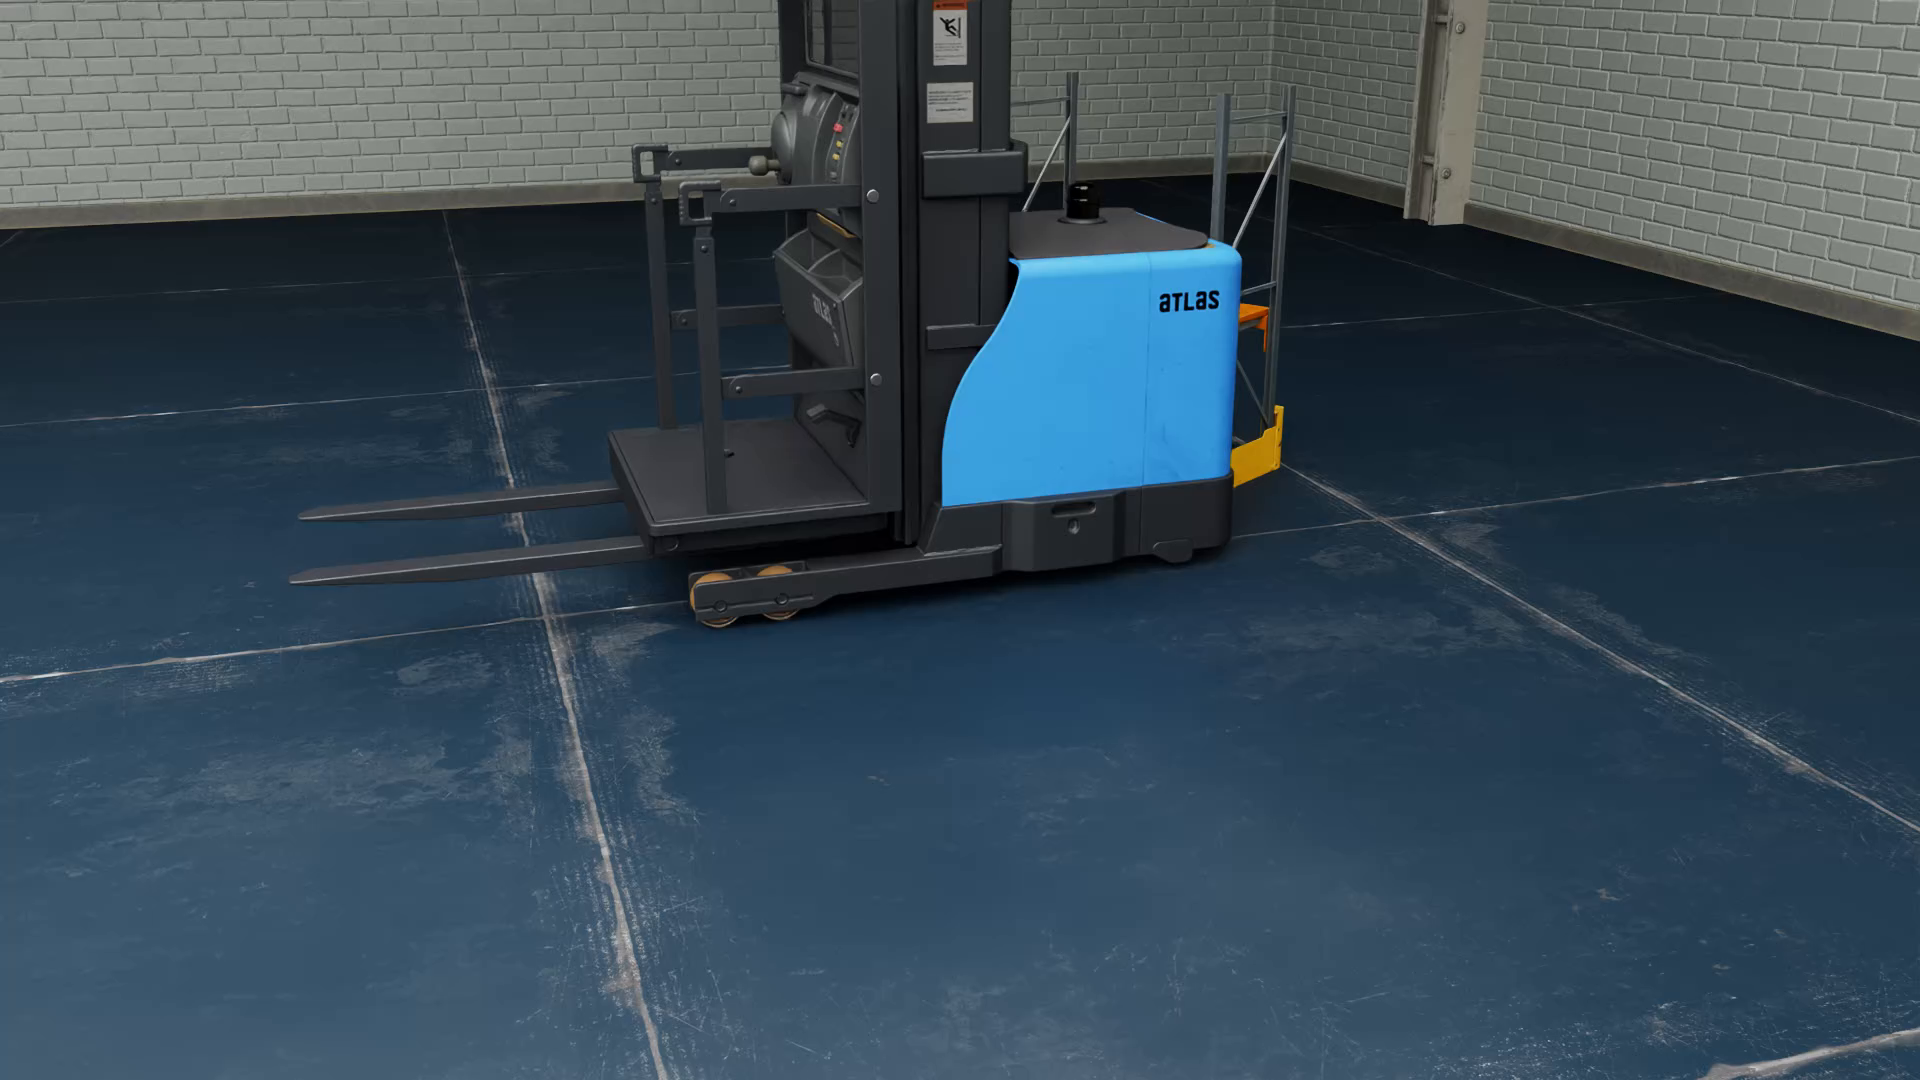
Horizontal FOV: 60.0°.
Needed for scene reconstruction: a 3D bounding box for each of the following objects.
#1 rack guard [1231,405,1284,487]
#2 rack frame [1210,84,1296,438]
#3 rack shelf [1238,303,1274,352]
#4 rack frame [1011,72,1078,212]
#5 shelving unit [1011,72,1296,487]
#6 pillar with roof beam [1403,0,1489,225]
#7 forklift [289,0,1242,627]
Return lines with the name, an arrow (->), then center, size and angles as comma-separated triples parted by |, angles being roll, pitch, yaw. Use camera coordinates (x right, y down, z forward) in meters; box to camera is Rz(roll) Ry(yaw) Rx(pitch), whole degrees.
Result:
rack guard -> 1.083, -0.348, 6.516 | 0.087, 0.250, 0.587 | 16, 25, 38
rack frame -> 1.084, -0.936, 6.304 | 0.032, 1.500, 0.500 | 16, 25, 38
rack shelf -> 0.698, -0.879, 6.676 | 1.000, 0.185, 0.538 | 16, 25, 38
rack frame -> 0.312, -1.160, 6.927 | 0.032, 1.500, 0.500 | 16, 25, 38
shelving unit -> 0.705, -1.046, 6.610 | 1.083, 1.500, 0.587 | 16, 25, 38
pillar with roof beam -> -0.457, -6.223, 9.929 | 9.100, 9.000, 0.400 | -6, 21, -17
forklift -> -0.643, -1.308, 5.224 | 3.031, 2.935, 1.130 | -6, 21, -17
